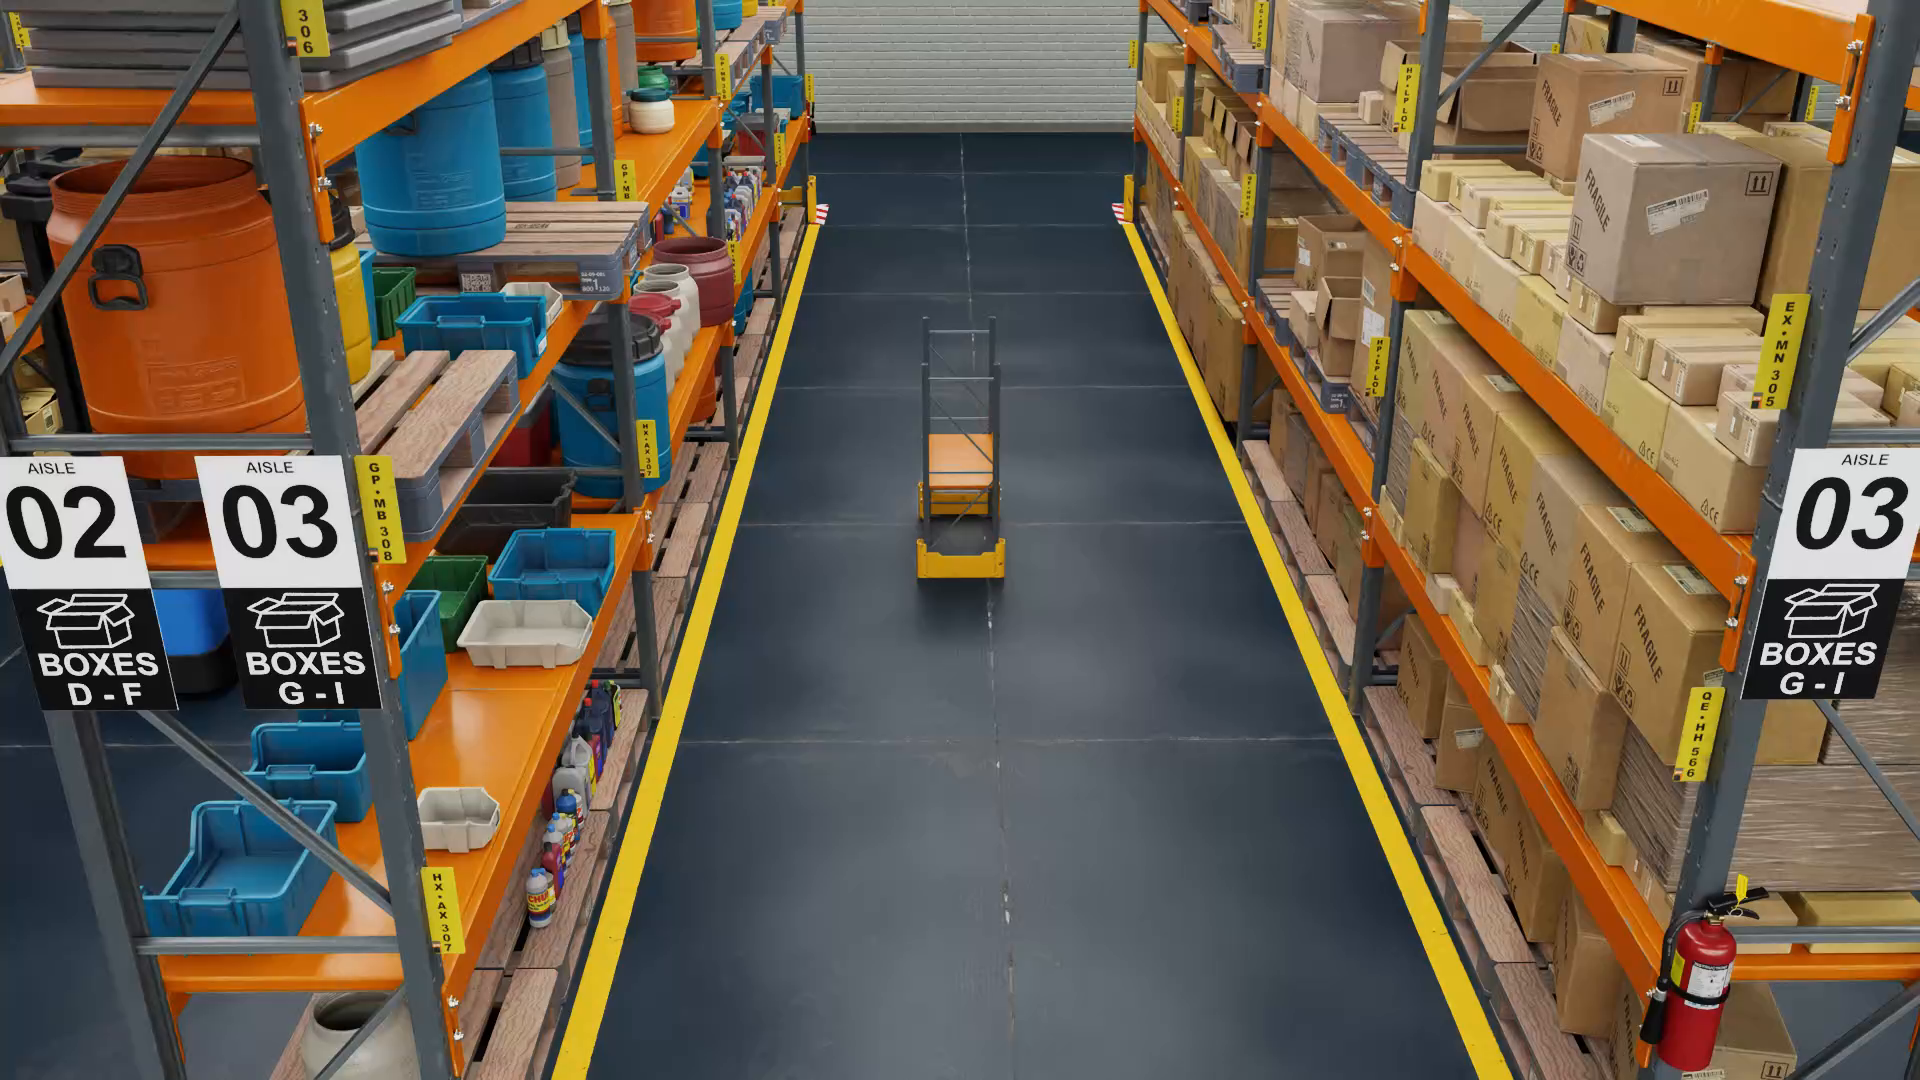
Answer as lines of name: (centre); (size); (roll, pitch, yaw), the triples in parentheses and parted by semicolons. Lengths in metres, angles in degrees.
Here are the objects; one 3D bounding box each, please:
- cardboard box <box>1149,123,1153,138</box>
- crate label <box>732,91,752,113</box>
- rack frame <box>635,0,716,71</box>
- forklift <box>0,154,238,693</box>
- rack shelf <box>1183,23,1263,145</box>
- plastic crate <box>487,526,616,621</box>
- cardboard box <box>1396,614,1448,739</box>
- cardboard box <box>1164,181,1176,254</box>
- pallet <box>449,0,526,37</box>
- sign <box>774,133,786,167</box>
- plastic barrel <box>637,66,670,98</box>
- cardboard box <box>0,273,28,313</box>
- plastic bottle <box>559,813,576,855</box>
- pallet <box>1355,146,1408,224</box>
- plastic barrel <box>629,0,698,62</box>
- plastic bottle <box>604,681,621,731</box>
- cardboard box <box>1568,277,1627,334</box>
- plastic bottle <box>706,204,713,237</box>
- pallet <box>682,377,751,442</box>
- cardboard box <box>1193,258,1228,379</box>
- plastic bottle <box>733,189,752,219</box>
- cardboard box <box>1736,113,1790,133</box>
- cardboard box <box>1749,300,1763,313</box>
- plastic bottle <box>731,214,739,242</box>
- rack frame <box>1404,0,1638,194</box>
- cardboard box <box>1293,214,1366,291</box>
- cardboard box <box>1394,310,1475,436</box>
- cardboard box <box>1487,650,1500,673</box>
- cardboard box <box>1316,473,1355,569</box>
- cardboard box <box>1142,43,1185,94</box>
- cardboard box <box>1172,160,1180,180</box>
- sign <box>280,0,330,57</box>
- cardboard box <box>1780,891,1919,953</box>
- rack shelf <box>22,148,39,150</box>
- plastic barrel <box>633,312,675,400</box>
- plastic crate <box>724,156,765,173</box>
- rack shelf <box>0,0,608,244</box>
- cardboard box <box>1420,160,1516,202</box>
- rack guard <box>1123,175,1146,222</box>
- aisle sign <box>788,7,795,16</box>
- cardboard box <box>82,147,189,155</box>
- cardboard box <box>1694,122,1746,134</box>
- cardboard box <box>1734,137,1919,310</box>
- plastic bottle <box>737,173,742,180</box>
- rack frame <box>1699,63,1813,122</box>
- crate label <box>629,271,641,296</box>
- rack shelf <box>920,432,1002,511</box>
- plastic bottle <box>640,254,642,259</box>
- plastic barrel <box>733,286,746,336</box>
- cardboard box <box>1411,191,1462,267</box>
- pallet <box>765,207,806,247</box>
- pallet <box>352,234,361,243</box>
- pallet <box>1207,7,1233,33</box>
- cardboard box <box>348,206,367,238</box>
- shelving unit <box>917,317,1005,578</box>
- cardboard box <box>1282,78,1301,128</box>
cardboard box: (2.301, -4.535, 18.442); (0.380, 0.149, 0.250); (-1, 24, -1)
crate label: (-2.669, -5.153, 19.633); (0.416, 0.233, 0.303); (0, 24, -1)
rack frame: (-2.255, -4.742, 11.314); (1.000, 3.000, 0.127); (0, 24, -1)
forklift: (-4.887, -1.003, 10.411); (1.130, 2.935, 3.031); (-1, 24, -3)
rack shelf: (2.676, -3.894, 13.952); (1.077, 0.370, 4.000); (0, 24, -1)
plastic crate: (-1.928, 0.162, 7.931); (0.499, 0.251, 0.616); (0, 24, -1)
cardboard box: (2.706, 0.730, 9.019); (0.500, 0.500, 0.500); (-1, 24, -2)
cardboard box: (2.717, -3.545, 18.018); (0.875, 0.875, 0.875); (0, 24, -1)
pallet: (-2.158, -1.982, 5.926); (1.003, 0.211, 1.213); (0, 24, -1)
sign: (-1.749, -3.784, 16.142); (0.100, 0.325, 0.005); (0, 24, -1)
plastic barrel: (-2.201, -3.203, 11.740); (0.294, 0.245, 0.294); (0, 24, 0)
cardboard box: (-7.248, -1.797, 12.191); (0.500, 0.311, 0.500); (1, 24, 3)
plastic bottle: (-1.882, 1.391, 7.896); (0.097, 0.201, 0.097); (0, 24, 0)
pallet: (2.841, -1.918, 8.940); (1.213, 0.211, 1.003); (0, 24, -1)
plastic barrel: (-2.258, -3.996, 12.275); (0.600, 0.830, 0.708); (0, 24, -1)
plastic bottle: (-1.876, 0.874, 8.940); (0.061, 0.283, 0.133); (1, 24, 2)
cardboard box: (2.463, -0.863, 6.077); (0.380, 0.149, 0.250); (-1, 24, -3)
plastic bottle: (-2.100, -2.747, 14.243); (0.144, 0.351, 0.185); (0, 24, -1)
pallet: (-2.305, -1.063, 13.843); (1.003, 0.211, 1.213); (0, 24, -1)
cardboard box: (2.709, -1.906, 14.392); (1.225, 0.875, 0.875); (0, 24, 0)
plastic bottle: (-1.960, -3.025, 14.950); (0.152, 0.276, 0.135); (0, 24, -1)
cardboard box: (7.861, -4.046, 16.573); (0.500, 0.500, 0.500); (-1, 24, -2)
cardboard box: (3.033, -0.865, 6.080); (0.380, 0.149, 0.250); (-1, 24, -3)
plastic bottle: (-1.903, -2.611, 14.025); (0.061, 0.283, 0.133); (0, 24, -1)
rack frame: (2.741, -3.116, 7.719); (1.000, 3.000, 0.127); (0, 24, -1)
cardboard box: (2.744, -2.045, 12.001); (0.500, 0.500, 0.500); (-3, 25, -7)
cardboard box: (2.492, -0.832, 8.255); (0.500, 0.500, 0.500); (0, 24, -1)
cardboard box: (2.521, 0.543, 7.215); (0.380, 0.149, 0.250); (0, 24, -1)
cardboard box: (2.763, -0.124, 10.884); (0.700, 0.500, 0.500); (-2, 24, -5)
cardboard box: (2.351, -5.331, 18.808); (0.500, 0.500, 0.500); (-1, 24, -2)
cardboard box: (2.323, -3.689, 16.570); (0.380, 0.149, 0.250); (0, 24, 0)
sign: (-1.618, -1.351, 4.070); (0.100, 0.325, 0.005); (0, 24, -1)
cardboard box: (3.020, 1.262, 5.625); (0.380, 0.149, 0.250); (0, 24, -1)
rack shelf: (-7.186, -2.202, 10.213); (1.077, 0.370, 4.000); (0, 24, -1)
plastic barrel: (-2.010, -1.120, 10.420); (0.433, 0.535, 0.433); (0, 24, 0)
plastic crate: (-2.161, -3.756, 16.662); (0.396, 0.136, 0.243); (0, 24, -1)
rack shelf: (-2.190, -1.759, 6.078); (1.077, 0.370, 4.000); (0, 24, -1)
cardboard box: (2.437, -1.727, 7.987); (0.380, 0.149, 0.250); (-1, 24, -2)
rack guard: (2.610, -4.198, 20.426); (1.175, 0.500, 0.348); (0, 24, -1)
aisle sign: (-2.050, -6.520, 19.372); (0.394, 0.787, 0.004); (0, 24, -1)
cardboard box: (-7.399, -3.393, 14.982); (0.700, 0.500, 0.500); (4, 25, 8)
cardboard box: (7.159, -3.843, 15.681); (0.380, 0.149, 0.250); (1, 24, 2)
cardboard box: (3.039, -1.123, 5.863); (0.500, 0.500, 0.500); (0, 24, -1)
plastic bottle: (-2.096, -3.397, 15.862); (0.097, 0.201, 0.097); (0, 24, 0)
rack frame: (7.615, -3.660, 16.201); (1.000, 3.000, 0.127); (0, 24, -1)
crate label: (-2.515, -1.614, 11.635); (0.502, 0.435, 0.616); (0, 24, -1)
rack shelf: (0.001, -0.484, 11.437); (0.538, 0.185, 1.000); (0, 24, -1)
plastic bottle: (-2.677, -2.426, 13.715); (0.097, 0.201, 0.097); (0, 24, 0)
plastic barrel: (-2.302, -2.376, 15.400); (0.600, 0.901, 0.708); (0, 24, -1)
cardboard box: (2.490, -1.494, 7.956); (0.500, 0.250, 0.500); (-1, 24, -3)
pallet: (-2.372, -3.694, 19.662); (1.003, 0.211, 1.213); (0, 24, -1)
pallet: (-7.274, -3.152, 18.464); (1.003, 0.211, 1.213); (0, 24, -1)
pallet: (2.713, -4.581, 14.831); (0.805, 0.209, 1.217); (-1, 24, -3)
cardboard box: (-7.063, -3.617, 18.911); (0.500, 0.250, 0.500); (0, 24, -1)
shelving unit: (0.001, -0.652, 11.371); (0.587, 1.500, 1.083); (0, 24, -1)
cardboard box: (2.453, -2.923, 11.114); (0.500, 0.250, 0.500); (0, 24, 1)
